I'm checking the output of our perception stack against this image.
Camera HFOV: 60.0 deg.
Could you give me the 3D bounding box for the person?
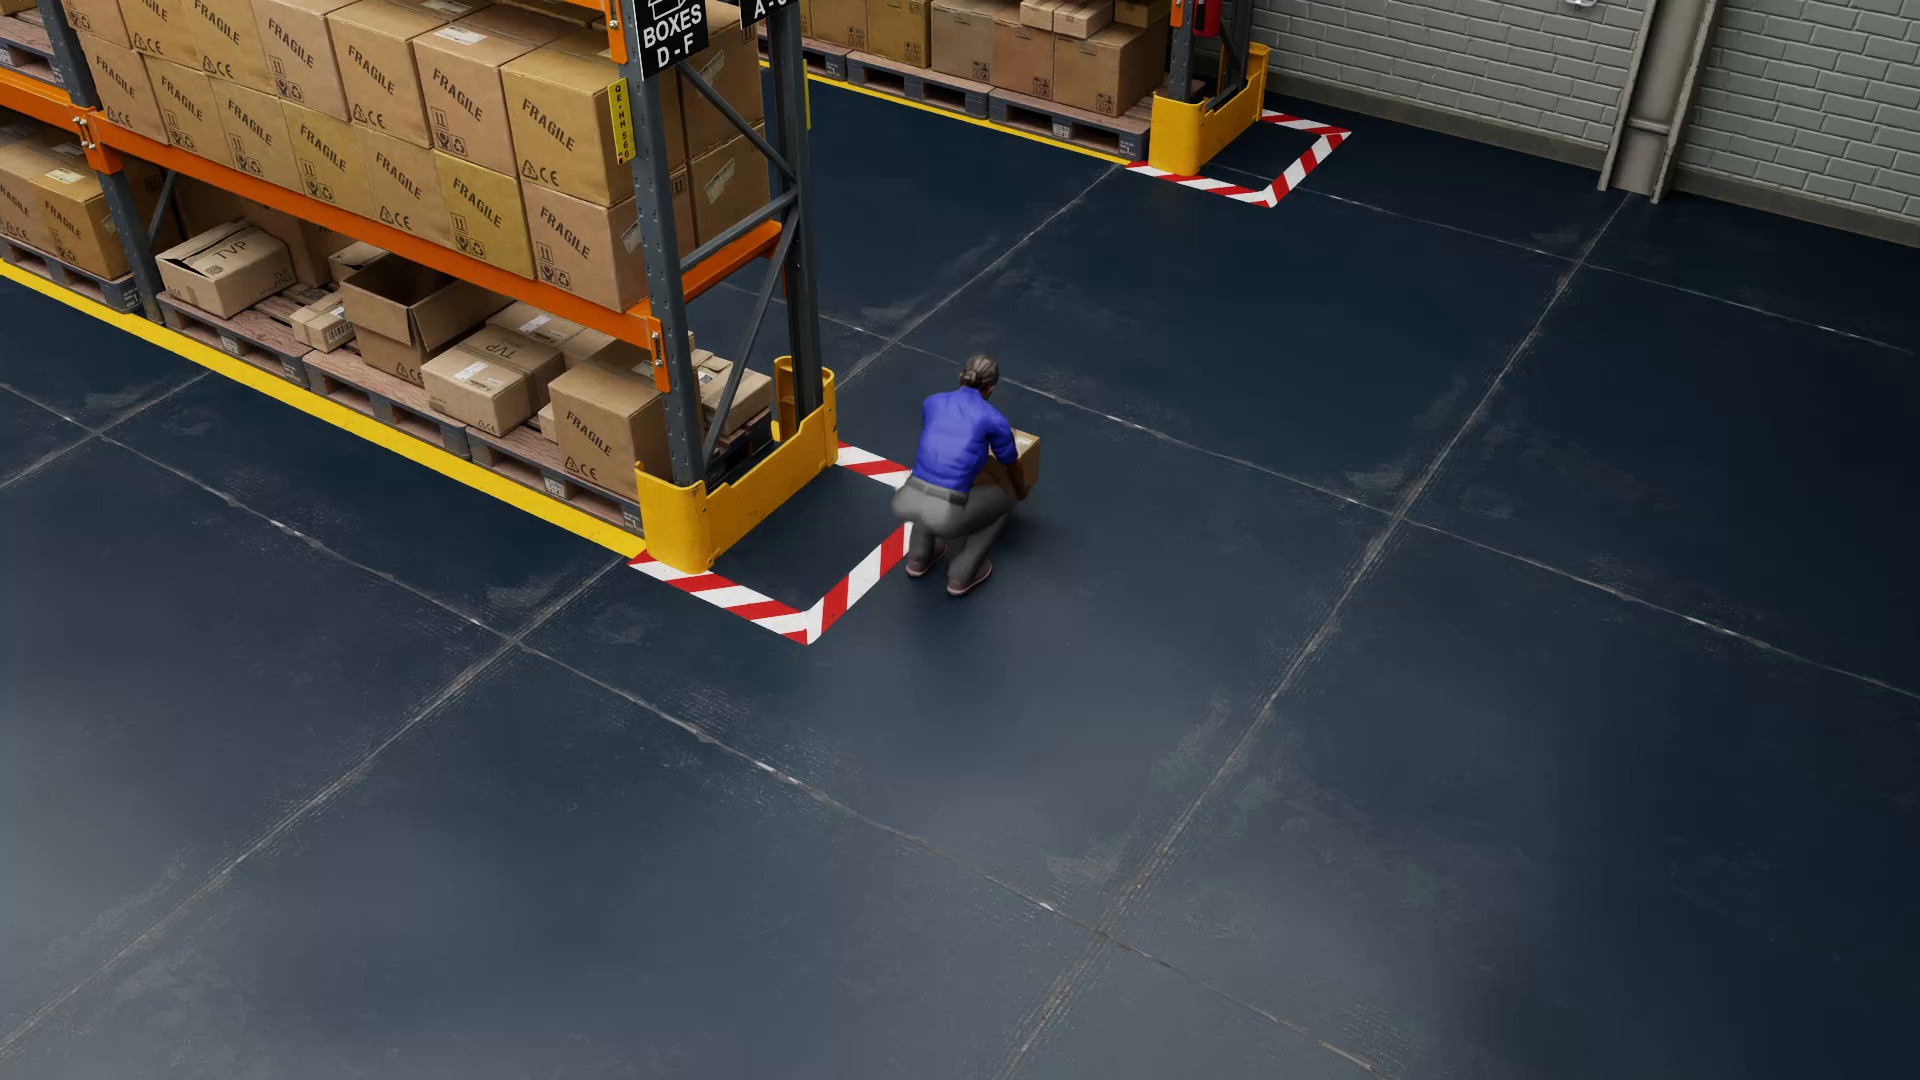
[{"bbox_3d":[-0.008,-0.297,7.621,0.483,0.958,0.810,22,43,25],"label":"person"}]
